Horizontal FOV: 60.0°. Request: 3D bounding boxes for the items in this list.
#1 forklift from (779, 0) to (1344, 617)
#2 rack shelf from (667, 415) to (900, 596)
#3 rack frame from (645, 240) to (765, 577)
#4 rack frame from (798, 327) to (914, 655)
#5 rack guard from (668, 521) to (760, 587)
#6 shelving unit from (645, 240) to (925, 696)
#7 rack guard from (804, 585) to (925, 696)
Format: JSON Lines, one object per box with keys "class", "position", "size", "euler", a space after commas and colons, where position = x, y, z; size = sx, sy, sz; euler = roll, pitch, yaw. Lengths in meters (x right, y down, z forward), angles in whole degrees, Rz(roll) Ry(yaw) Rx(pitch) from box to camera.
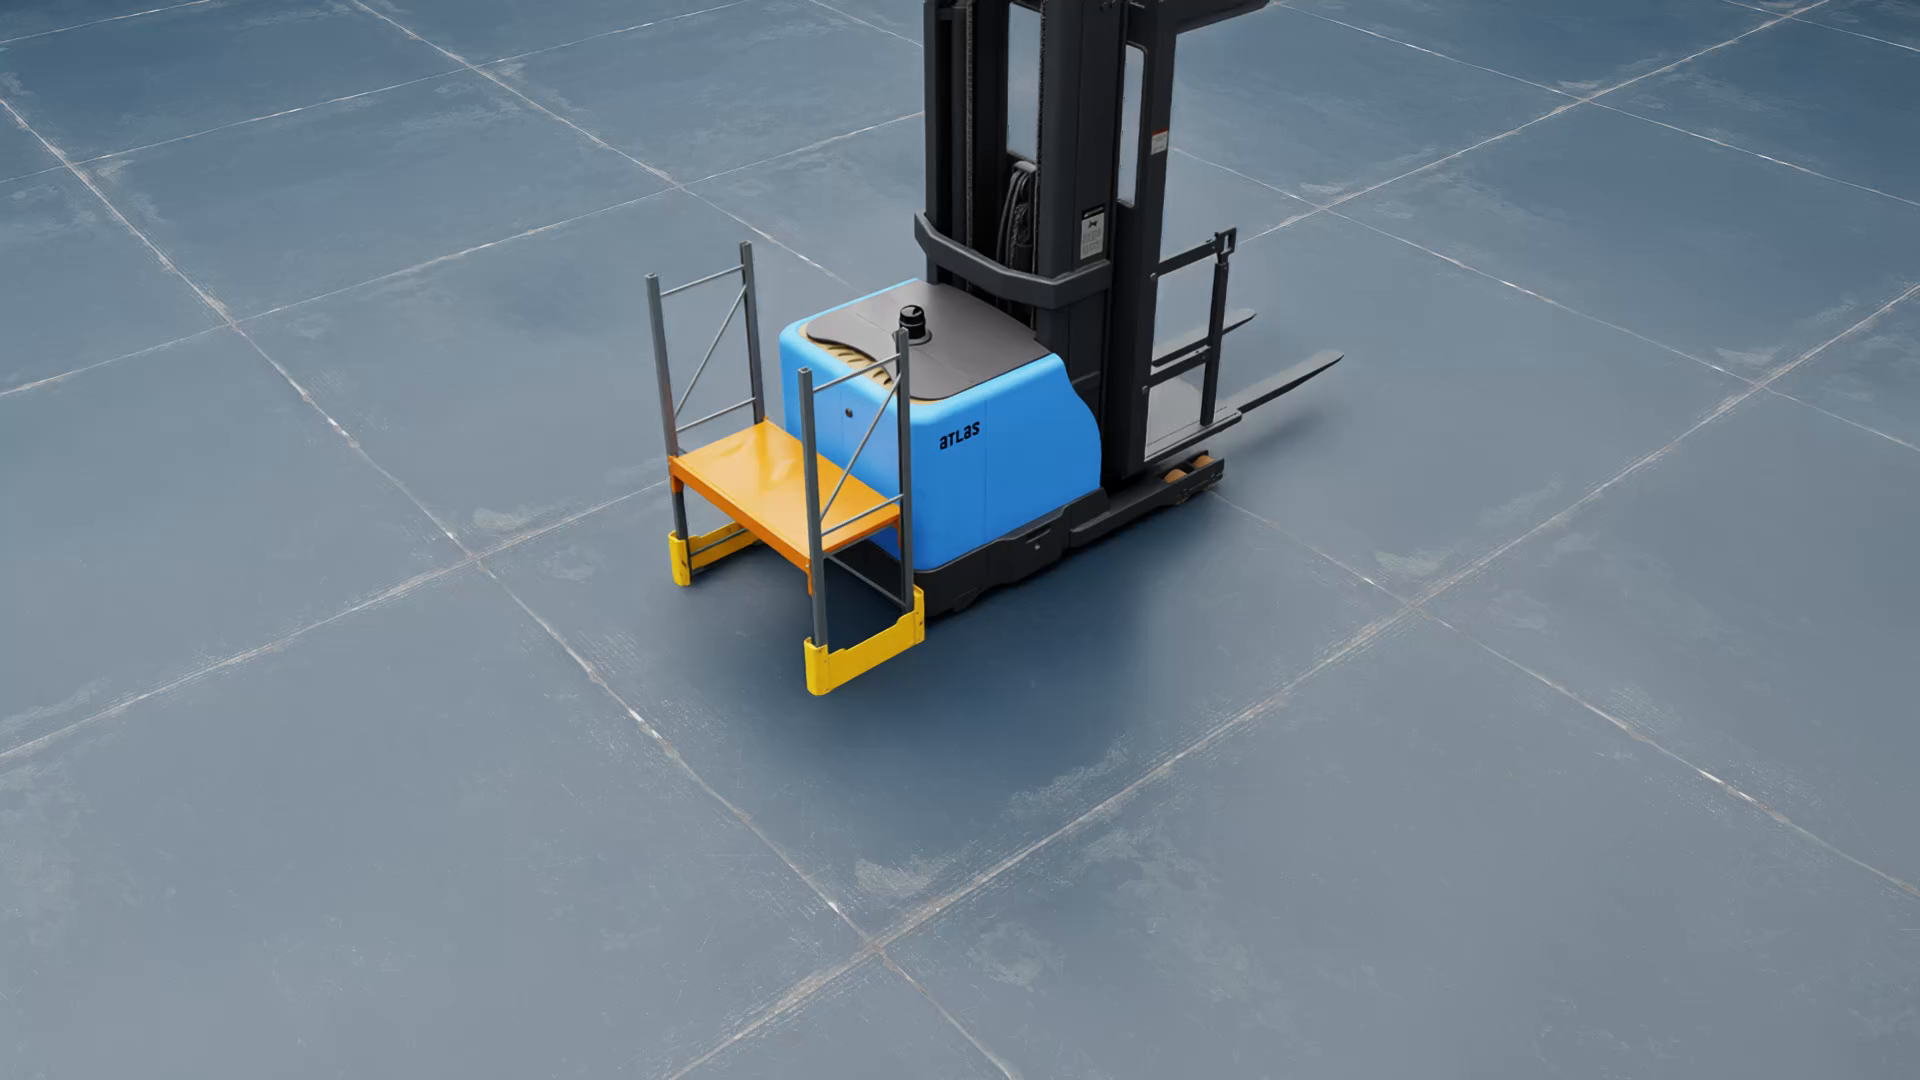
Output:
{"class": "forklift", "position": [0.651, -1.576, 7.439], "size": [3.031, 2.935, 1.130], "euler": [-26, 43, -32]}
{"class": "rack shelf", "position": [-0.726, -0.167, 6.999], "size": [0.538, 0.185, 1.000], "euler": [-27, 43, -33]}
{"class": "rack frame", "position": [-1.062, -0.534, 7.207], "size": [0.500, 1.500, 0.032], "euler": [-27, 43, -33]}
{"class": "rack frame", "position": [-0.391, -0.093, 6.583], "size": [0.500, 1.500, 0.032], "euler": [-27, 43, -33]}
{"class": "rack guard", "position": [-1.049, -0.016, 7.556], "size": [0.587, 0.250, 0.087], "euler": [-27, 43, -33]}
{"class": "shelving unit", "position": [-0.721, -0.309, 6.889], "size": [0.587, 1.500, 1.083], "euler": [-27, 43, -33]}
{"class": "rack guard", "position": [-0.392, 0.417, 6.945], "size": [0.587, 0.250, 0.087], "euler": [-27, 43, -33]}
